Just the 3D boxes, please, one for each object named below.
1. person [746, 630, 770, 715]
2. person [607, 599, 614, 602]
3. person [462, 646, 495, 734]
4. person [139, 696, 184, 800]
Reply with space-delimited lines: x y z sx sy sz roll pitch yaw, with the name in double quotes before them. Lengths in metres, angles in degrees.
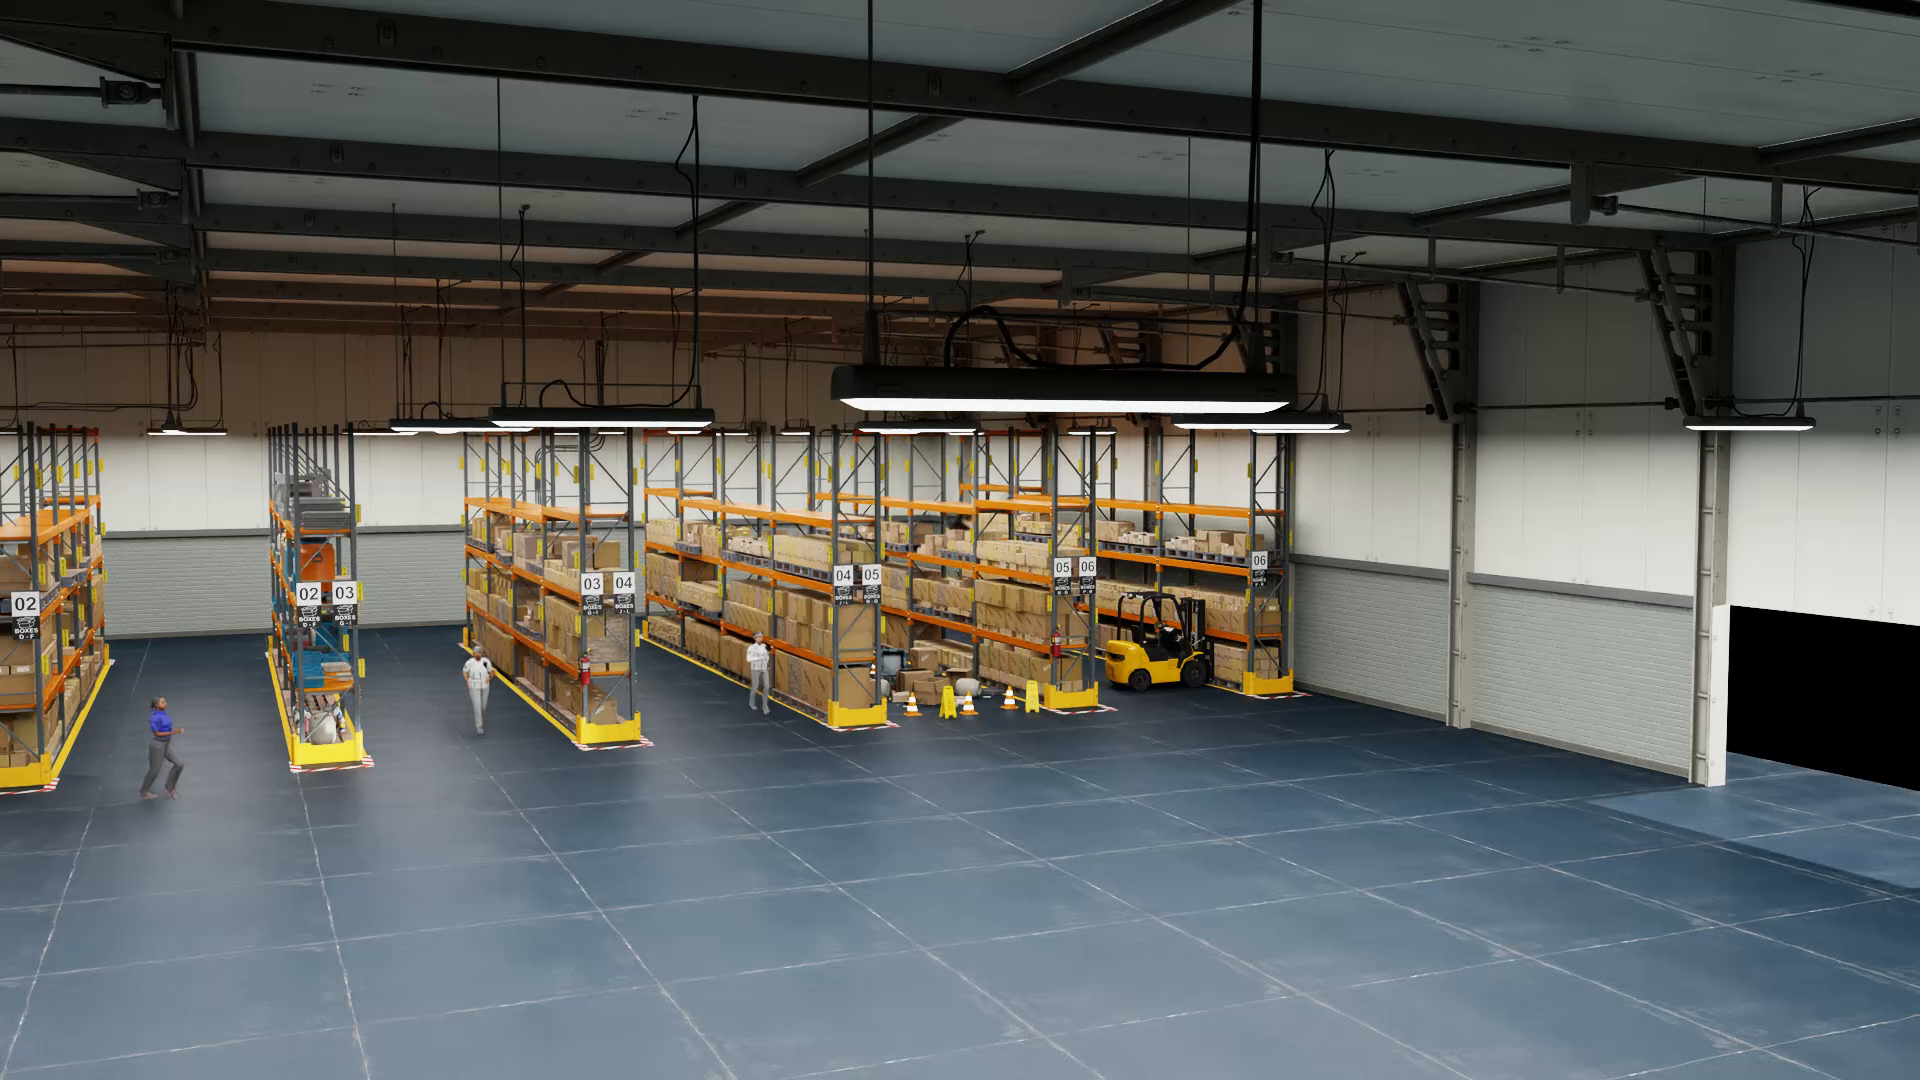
"person" -4.190 2.751 34.694 0.596 1.735 0.720 -2 4 -29
"person" -9.575 2.030 45.948 0.689 1.679 0.486 -1 4 -22
"person" -9.385 2.888 32.467 0.599 1.663 0.858 -2 4 -28
"person" -12.589 3.297 26.236 0.724 1.698 0.539 0 3 4
